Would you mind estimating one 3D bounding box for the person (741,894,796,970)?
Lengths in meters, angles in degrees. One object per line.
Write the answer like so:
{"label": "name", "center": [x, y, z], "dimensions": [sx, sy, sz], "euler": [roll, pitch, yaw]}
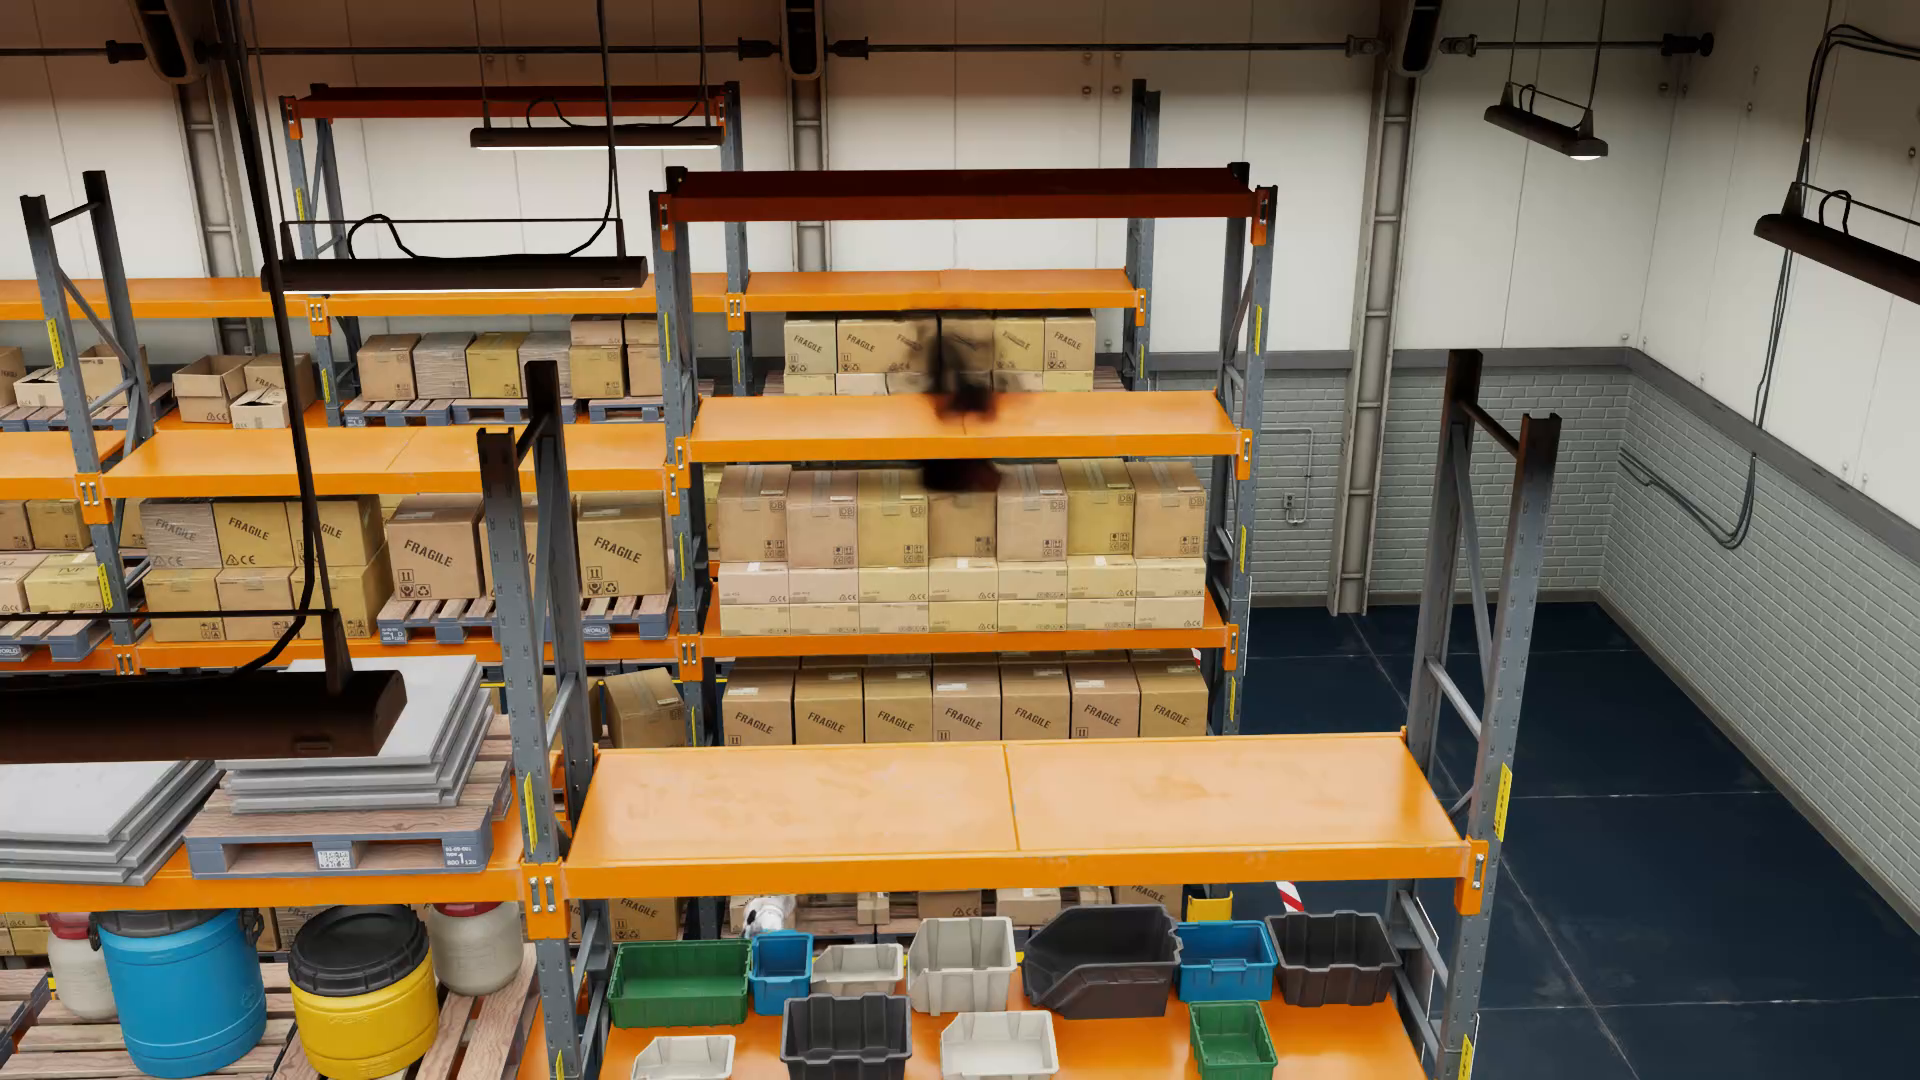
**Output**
{"label": "person", "center": [-1.346, 2.873, 11.195], "dimensions": [0.594, 1.732, 0.599], "euler": [-4, 23, -11]}
